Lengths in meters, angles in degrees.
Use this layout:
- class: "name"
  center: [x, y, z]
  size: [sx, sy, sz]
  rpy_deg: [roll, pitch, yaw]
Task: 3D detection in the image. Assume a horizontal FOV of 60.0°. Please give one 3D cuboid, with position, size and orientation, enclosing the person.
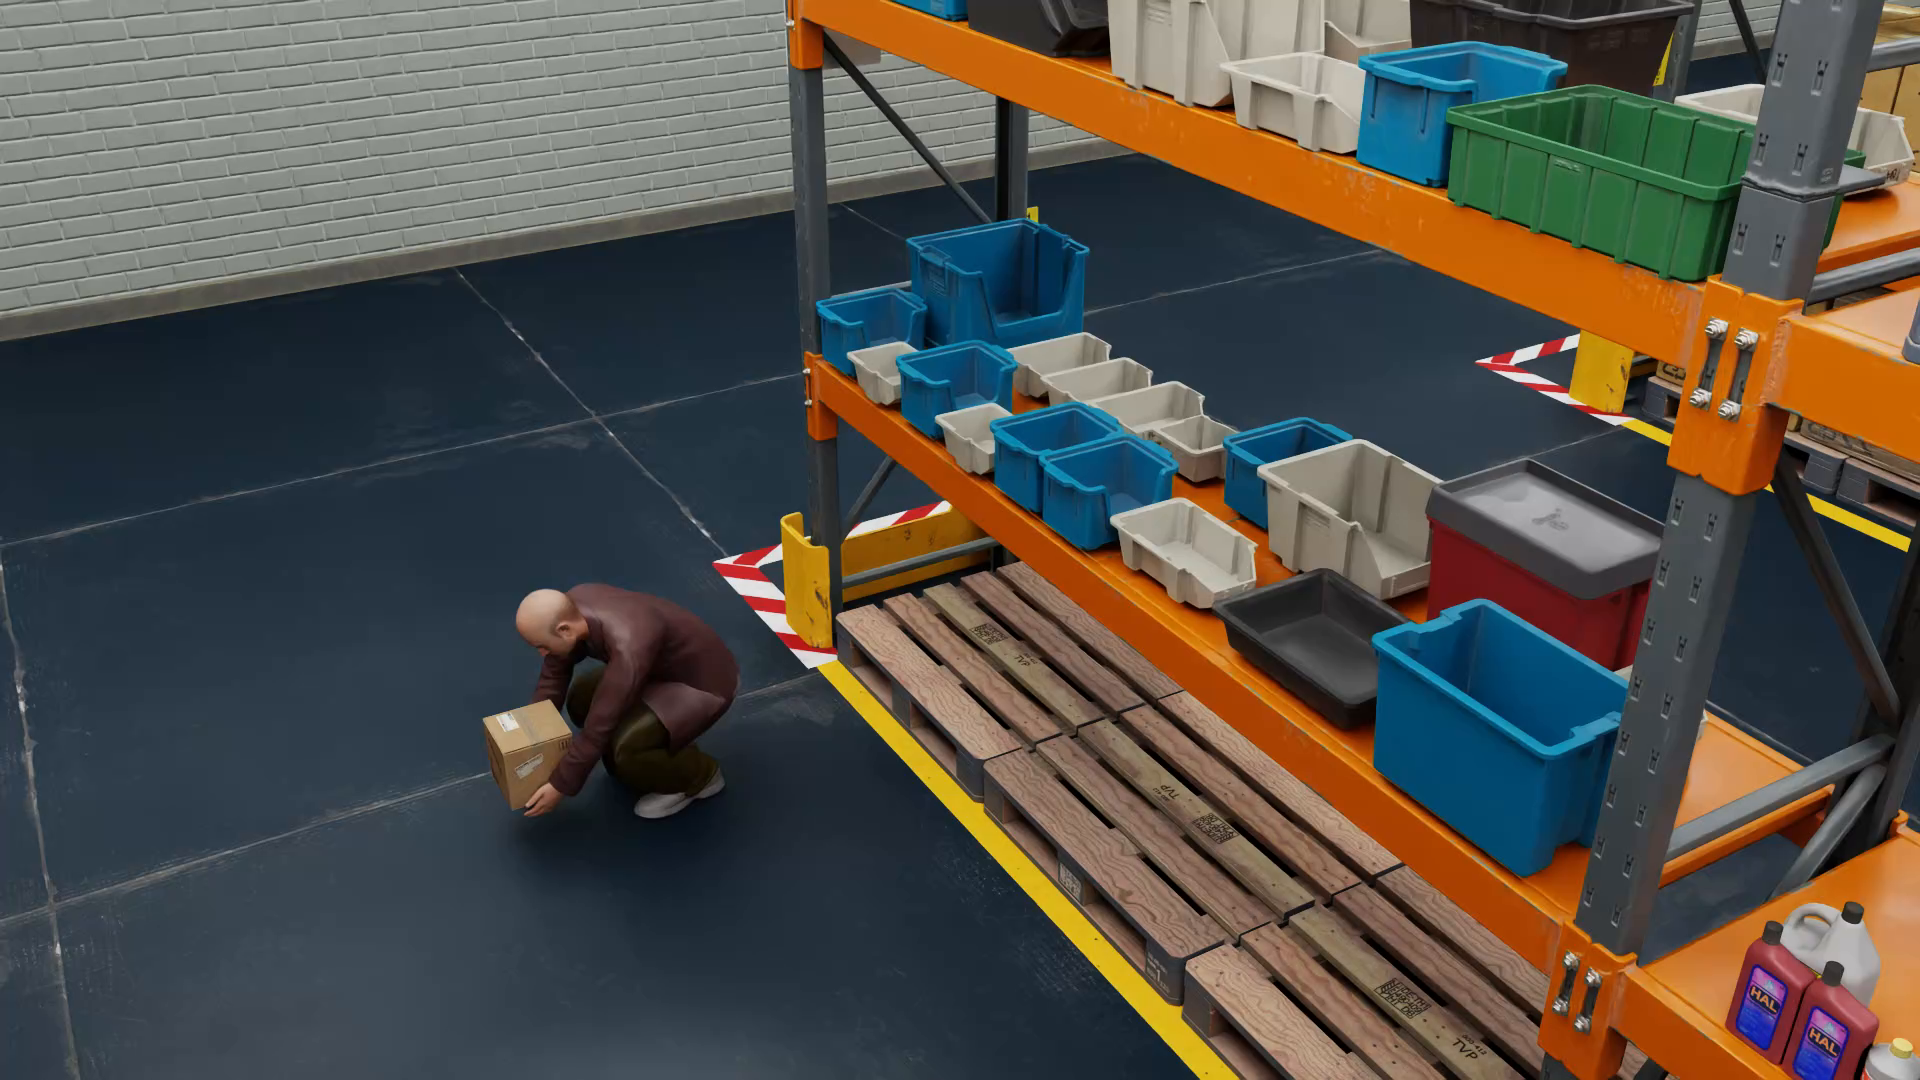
- class: "person"
  center: [-1.229, 0.536, 6.043]
  size: [0.901, 0.991, 0.612]
  rpy_deg: [-16, 32, -26]
